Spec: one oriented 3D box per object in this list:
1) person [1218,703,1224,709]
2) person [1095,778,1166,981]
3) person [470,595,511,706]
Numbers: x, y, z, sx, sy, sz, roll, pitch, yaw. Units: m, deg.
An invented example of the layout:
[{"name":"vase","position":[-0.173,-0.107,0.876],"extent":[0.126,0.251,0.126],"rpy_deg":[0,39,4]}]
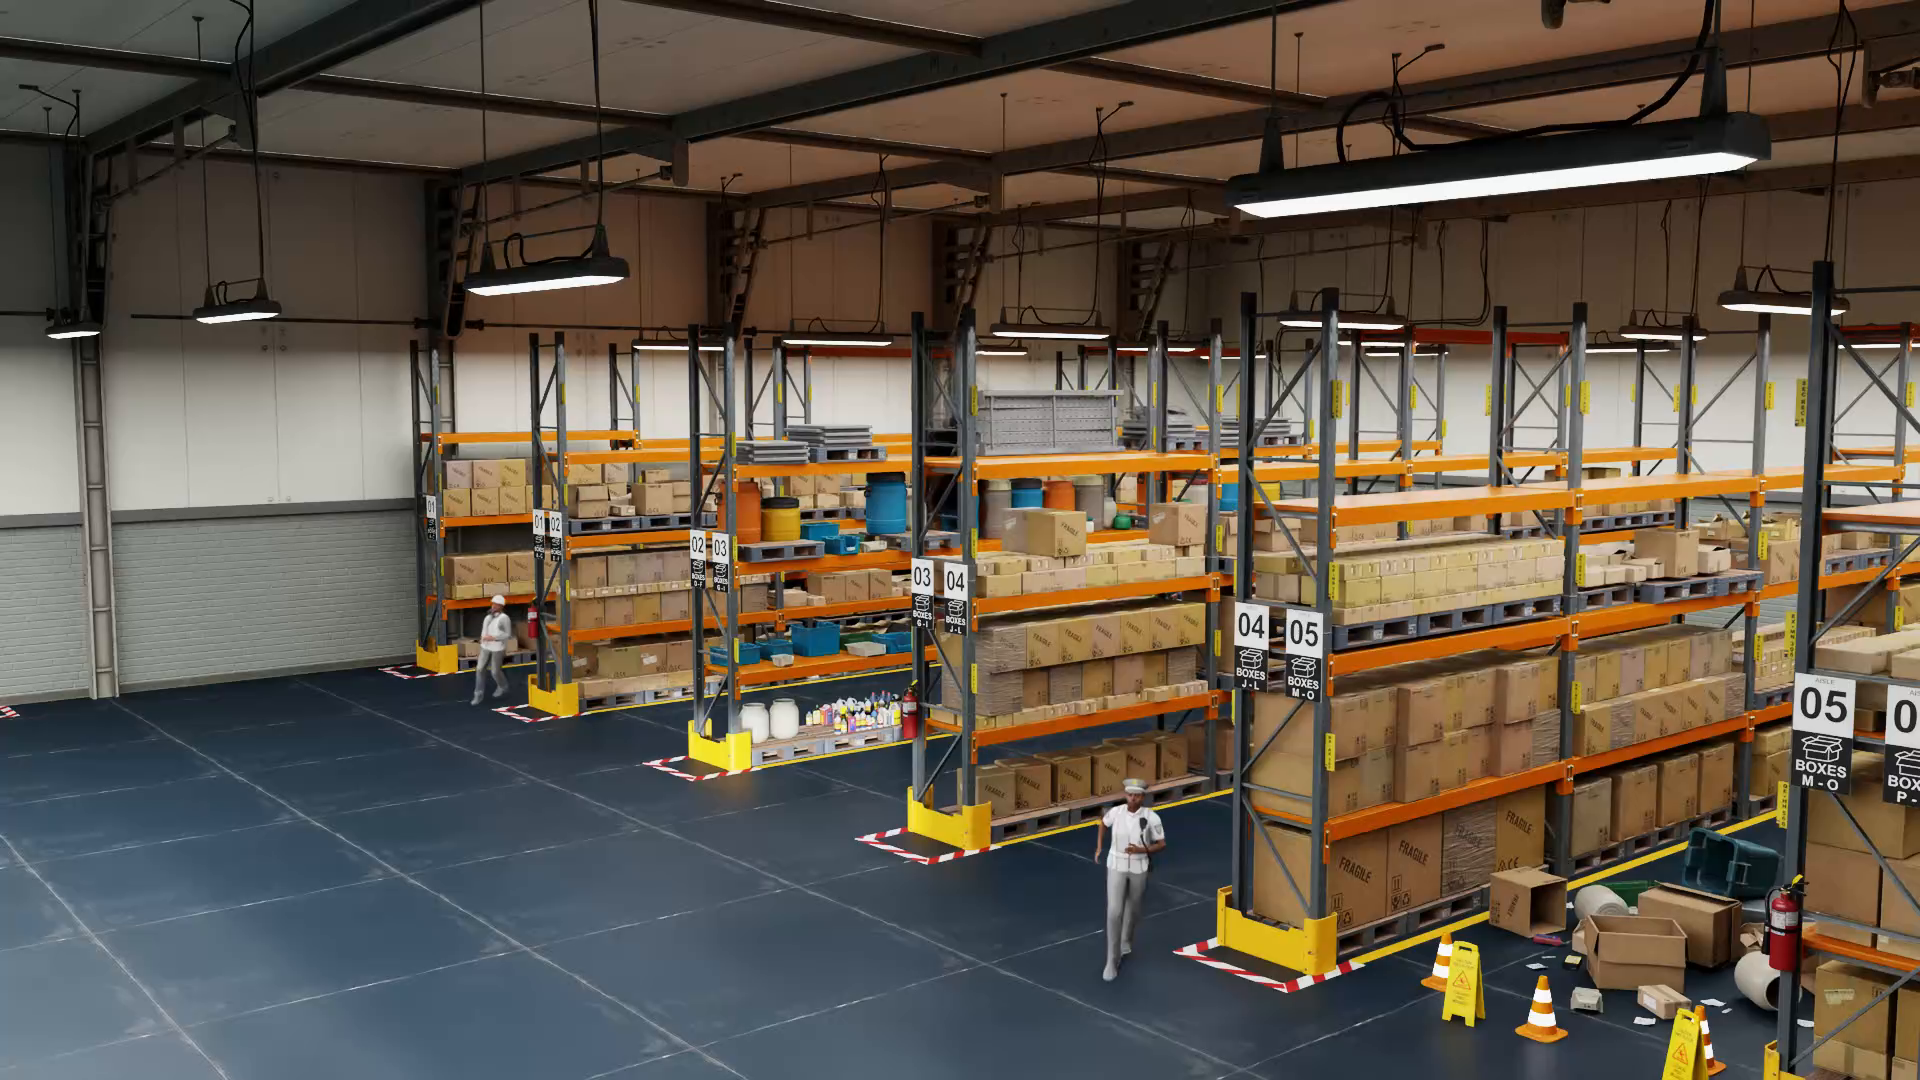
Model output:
[{"name":"person","position":[3.985,1.776,25.536],"extent":[0.722,1.721,0.576],"rpy_deg":[-5,7,-44]},{"name":"person","position":[1.511,2.970,14.762],"extent":[0.621,1.764,0.738],"rpy_deg":[0,5,4]},{"name":"person","position":[-7.563,1.787,27.139],"extent":[0.646,1.782,0.810],"rpy_deg":[2,6,21]}]
